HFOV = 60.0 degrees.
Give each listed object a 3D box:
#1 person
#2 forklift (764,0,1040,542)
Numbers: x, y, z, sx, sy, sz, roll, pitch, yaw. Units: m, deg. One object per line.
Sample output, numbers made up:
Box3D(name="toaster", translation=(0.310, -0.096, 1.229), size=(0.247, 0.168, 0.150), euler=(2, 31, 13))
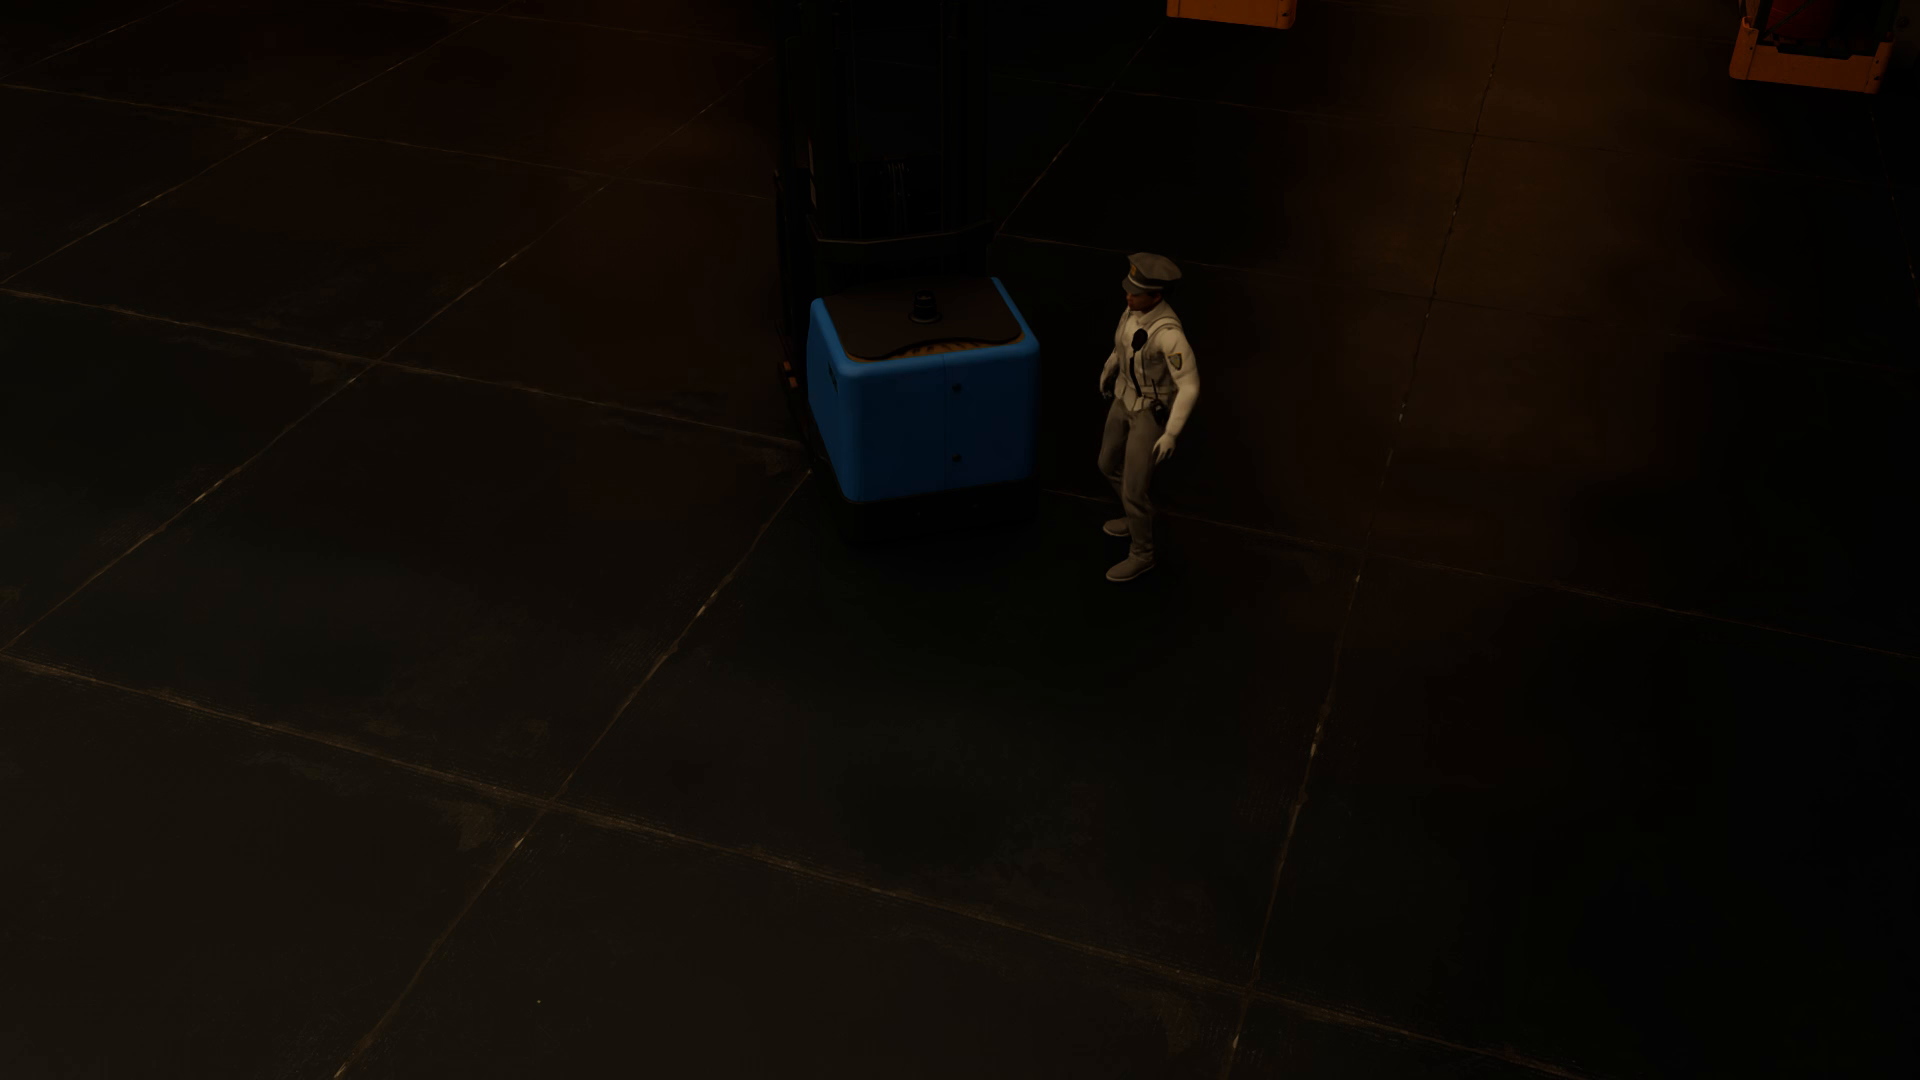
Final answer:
Box3D(name="person", translation=(0.855, -0.639, 8.137), size=(0.435, 1.625, 0.764), euler=(-12, 37, -16))
Box3D(name="forklift", translation=(-0.459, -2.035, 8.981), size=(1.130, 2.935, 3.031), euler=(-9, 36, -12))
